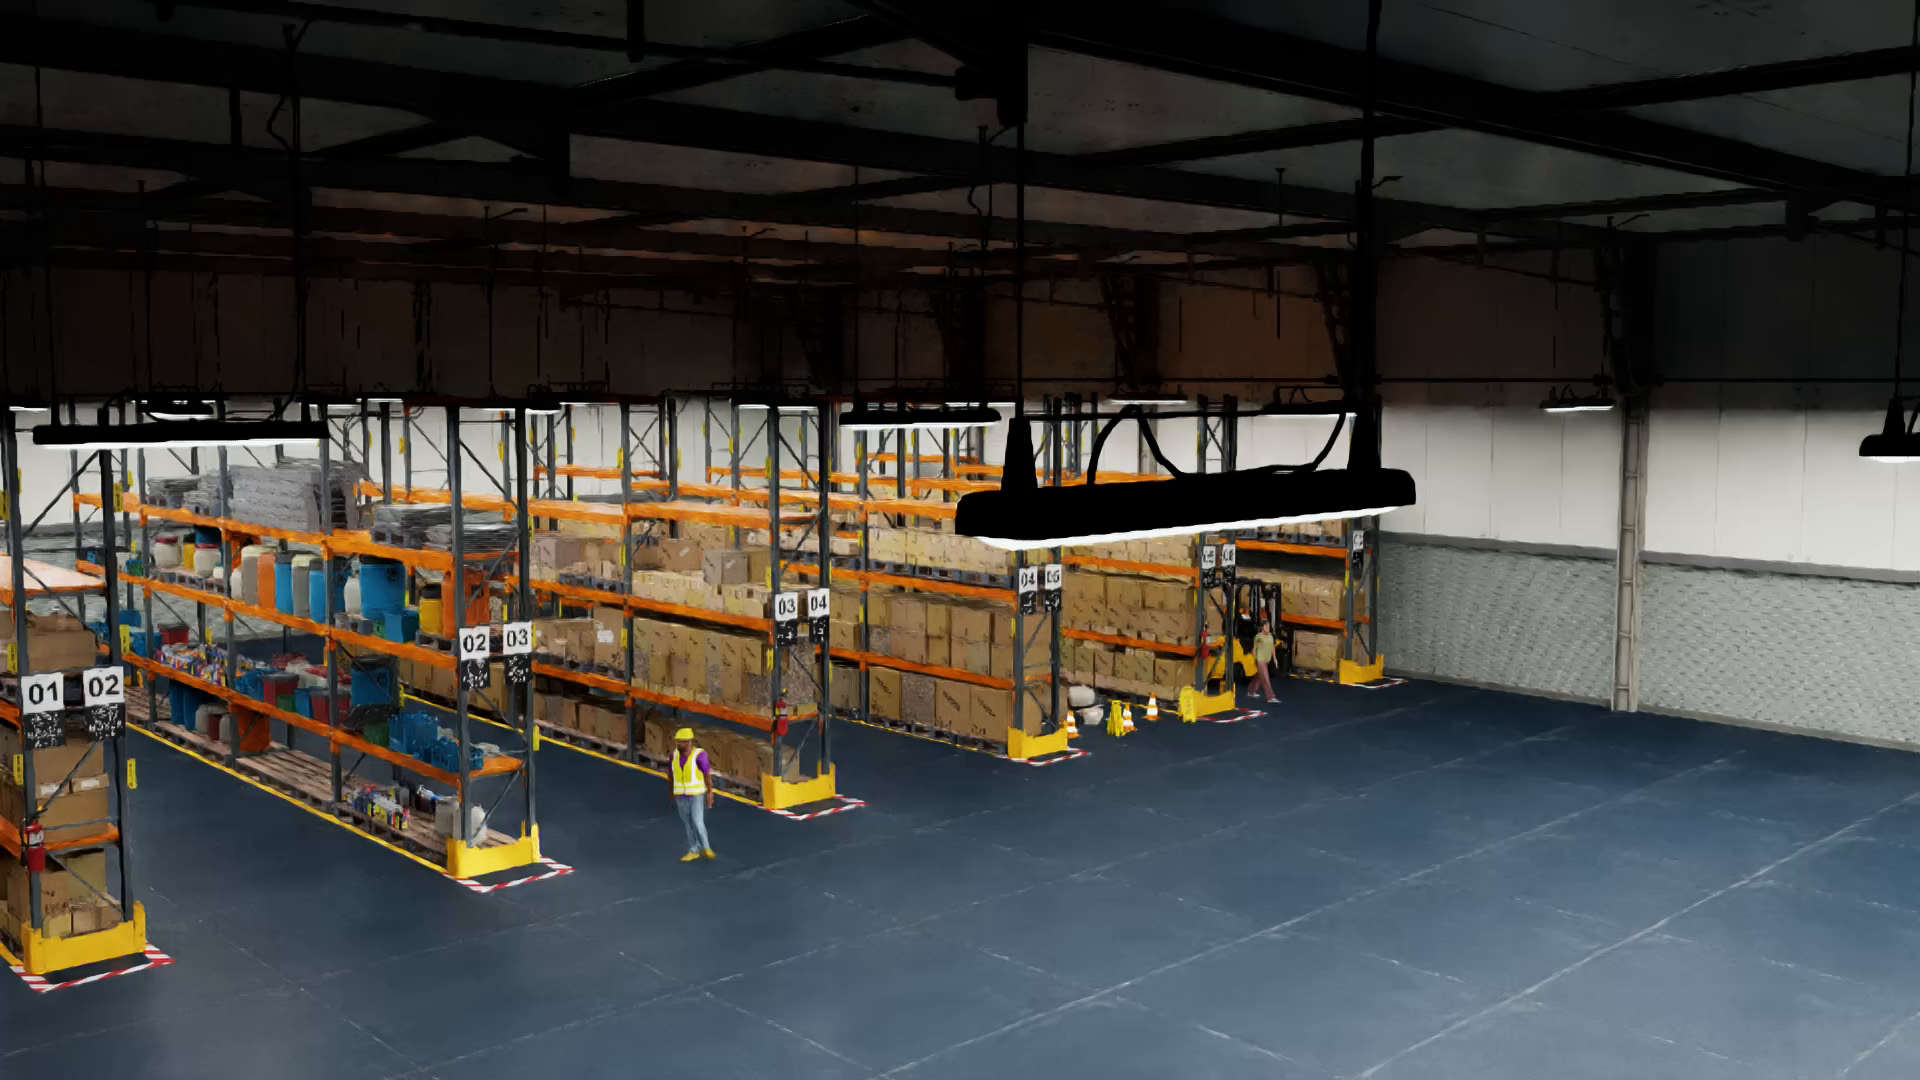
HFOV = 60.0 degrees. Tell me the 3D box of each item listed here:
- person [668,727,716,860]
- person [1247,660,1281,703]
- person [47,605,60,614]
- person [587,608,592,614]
[{"bbox_3d":[-3.533,3.331,21.867,0.652,1.759,0.387,2,6,16],"label":"person"},{"bbox_3d":[5.972,2.685,32.657,0.357,0.955,0.997,-4,7,-37],"label":"person"},{"bbox_3d":[-18.615,2.166,34.341,0.544,1.701,0.982,-2,6,-21],"label":"person"},{"bbox_3d":[-9.855,1.209,44.280,0.514,1.577,0.502,-1,6,-7],"label":"person"}]
